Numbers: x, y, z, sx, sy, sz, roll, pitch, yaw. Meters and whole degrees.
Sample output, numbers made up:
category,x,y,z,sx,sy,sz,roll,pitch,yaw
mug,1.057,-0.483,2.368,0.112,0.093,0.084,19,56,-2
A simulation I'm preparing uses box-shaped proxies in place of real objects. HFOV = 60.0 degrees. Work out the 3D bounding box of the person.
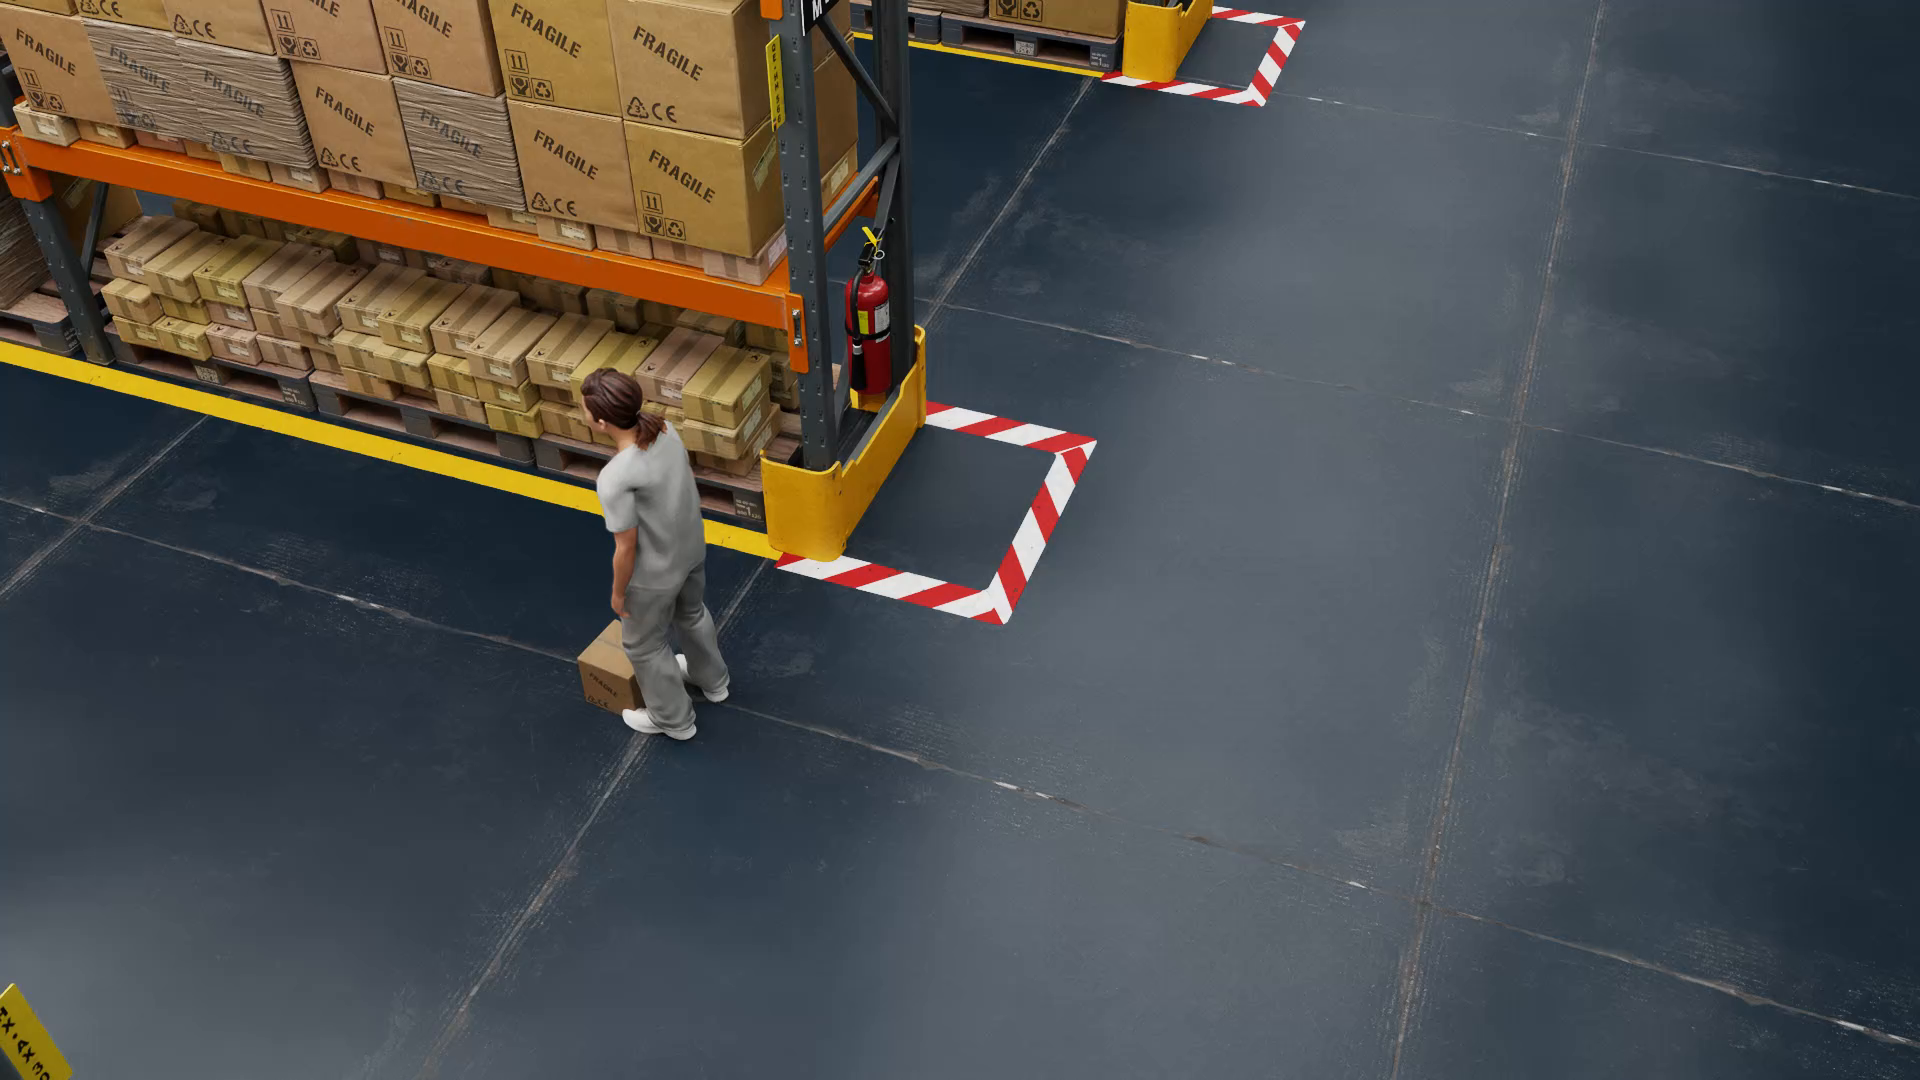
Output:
category,x,y,z,sx,sy,sz,roll,pitch,yaw
person,-1.118,0.067,6.090,0.370,1.666,0.514,17,44,18
